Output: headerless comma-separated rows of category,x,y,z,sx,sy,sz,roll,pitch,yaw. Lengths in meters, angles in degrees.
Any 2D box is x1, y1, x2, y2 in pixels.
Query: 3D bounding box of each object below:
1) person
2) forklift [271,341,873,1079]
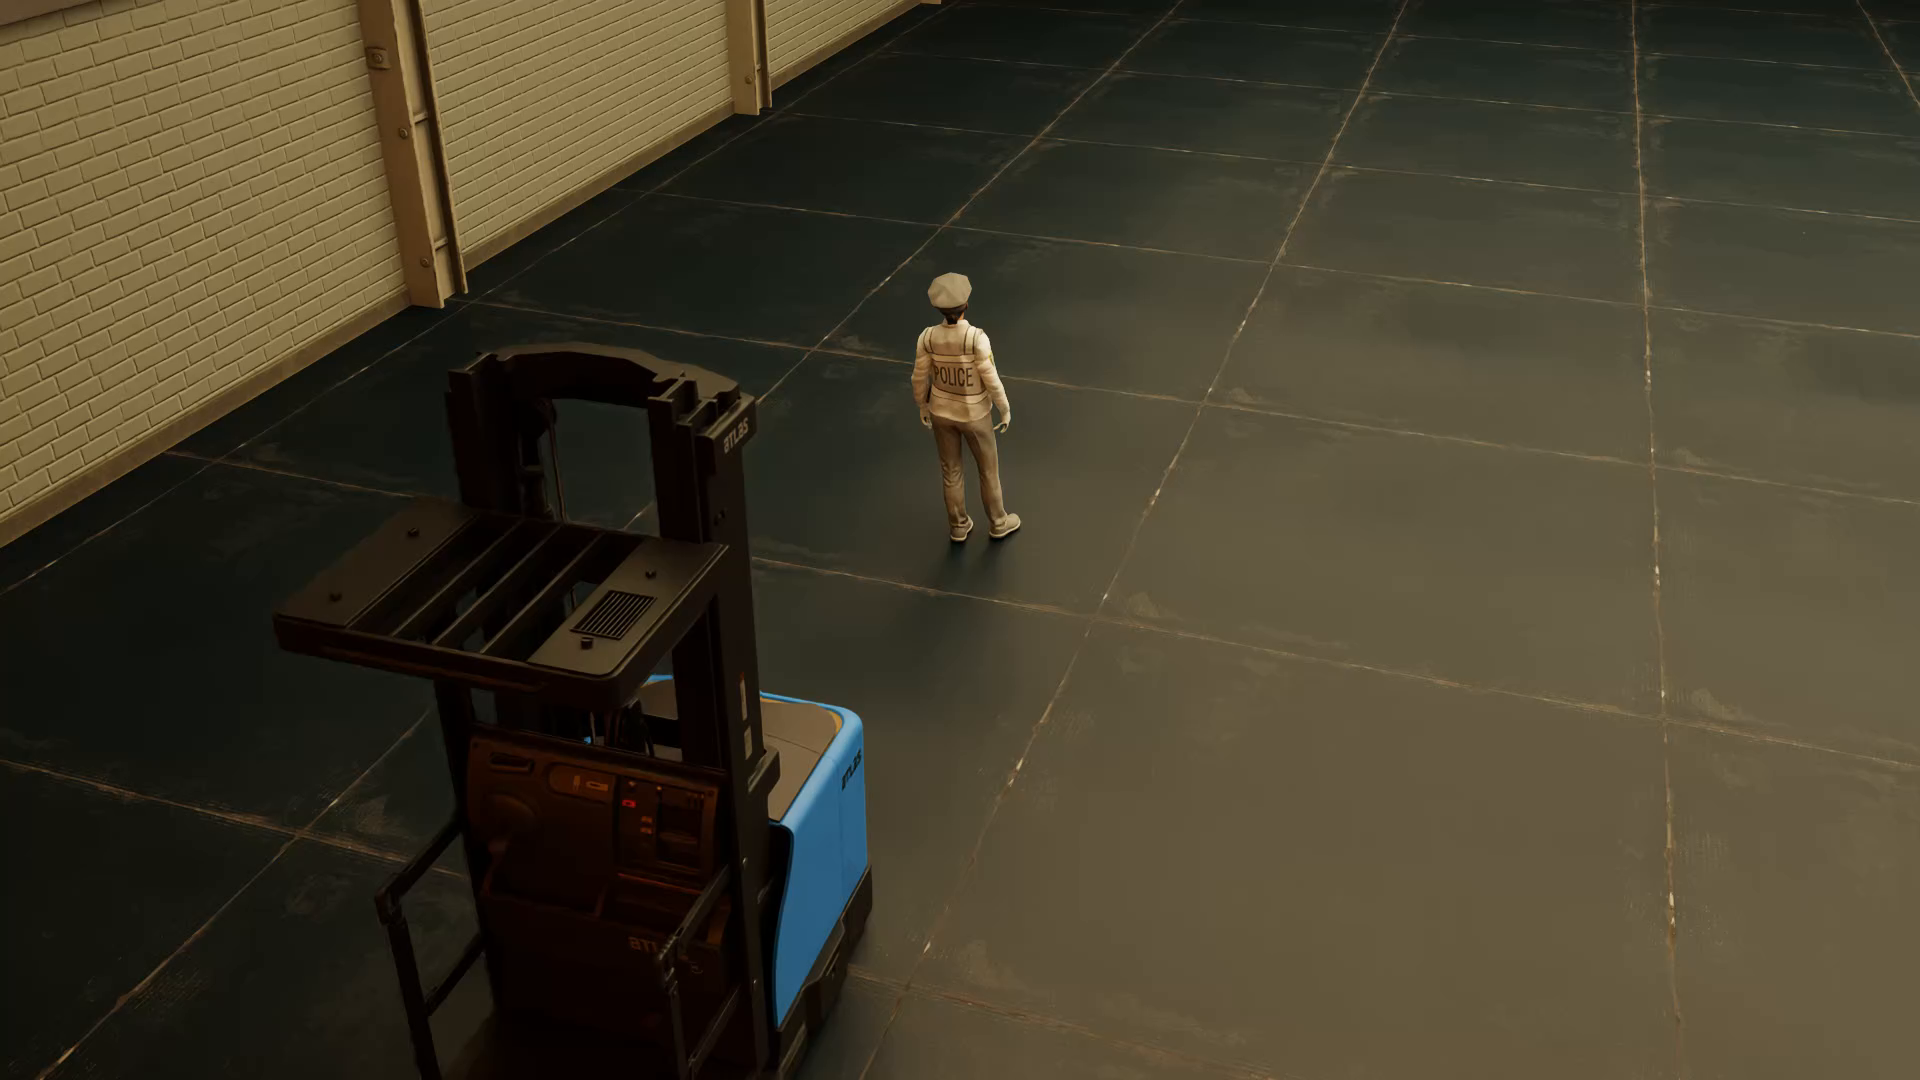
person,0.029,-0.773,9.727,0.586,1.694,0.530,10,31,16
forklift,-1.307,0.970,5.434,1.130,2.935,3.031,9,31,15
